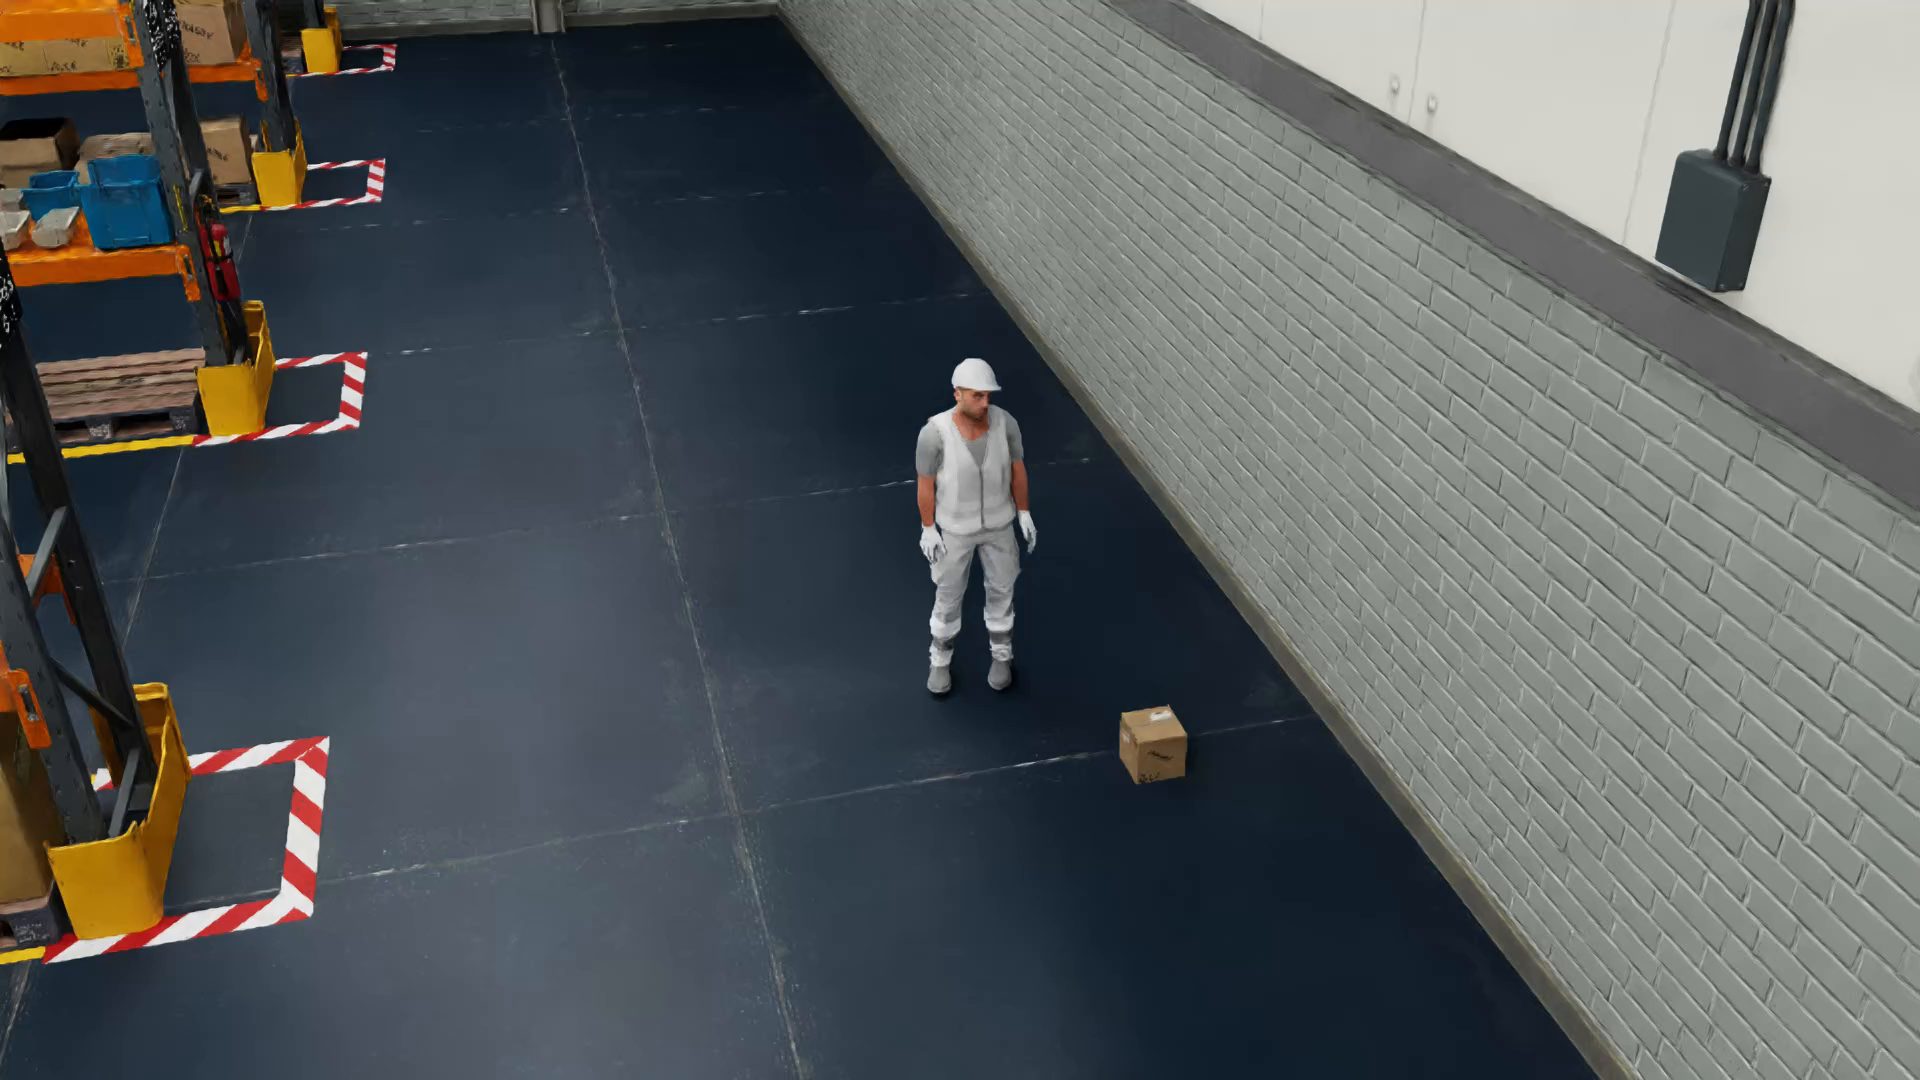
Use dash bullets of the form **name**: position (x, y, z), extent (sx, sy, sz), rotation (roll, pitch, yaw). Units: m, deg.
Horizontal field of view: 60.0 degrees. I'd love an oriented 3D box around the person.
- **person**: position (0.081, -0.065, 8.281), extent (0.577, 1.796, 0.383), rotation (-8, 31, -14)
